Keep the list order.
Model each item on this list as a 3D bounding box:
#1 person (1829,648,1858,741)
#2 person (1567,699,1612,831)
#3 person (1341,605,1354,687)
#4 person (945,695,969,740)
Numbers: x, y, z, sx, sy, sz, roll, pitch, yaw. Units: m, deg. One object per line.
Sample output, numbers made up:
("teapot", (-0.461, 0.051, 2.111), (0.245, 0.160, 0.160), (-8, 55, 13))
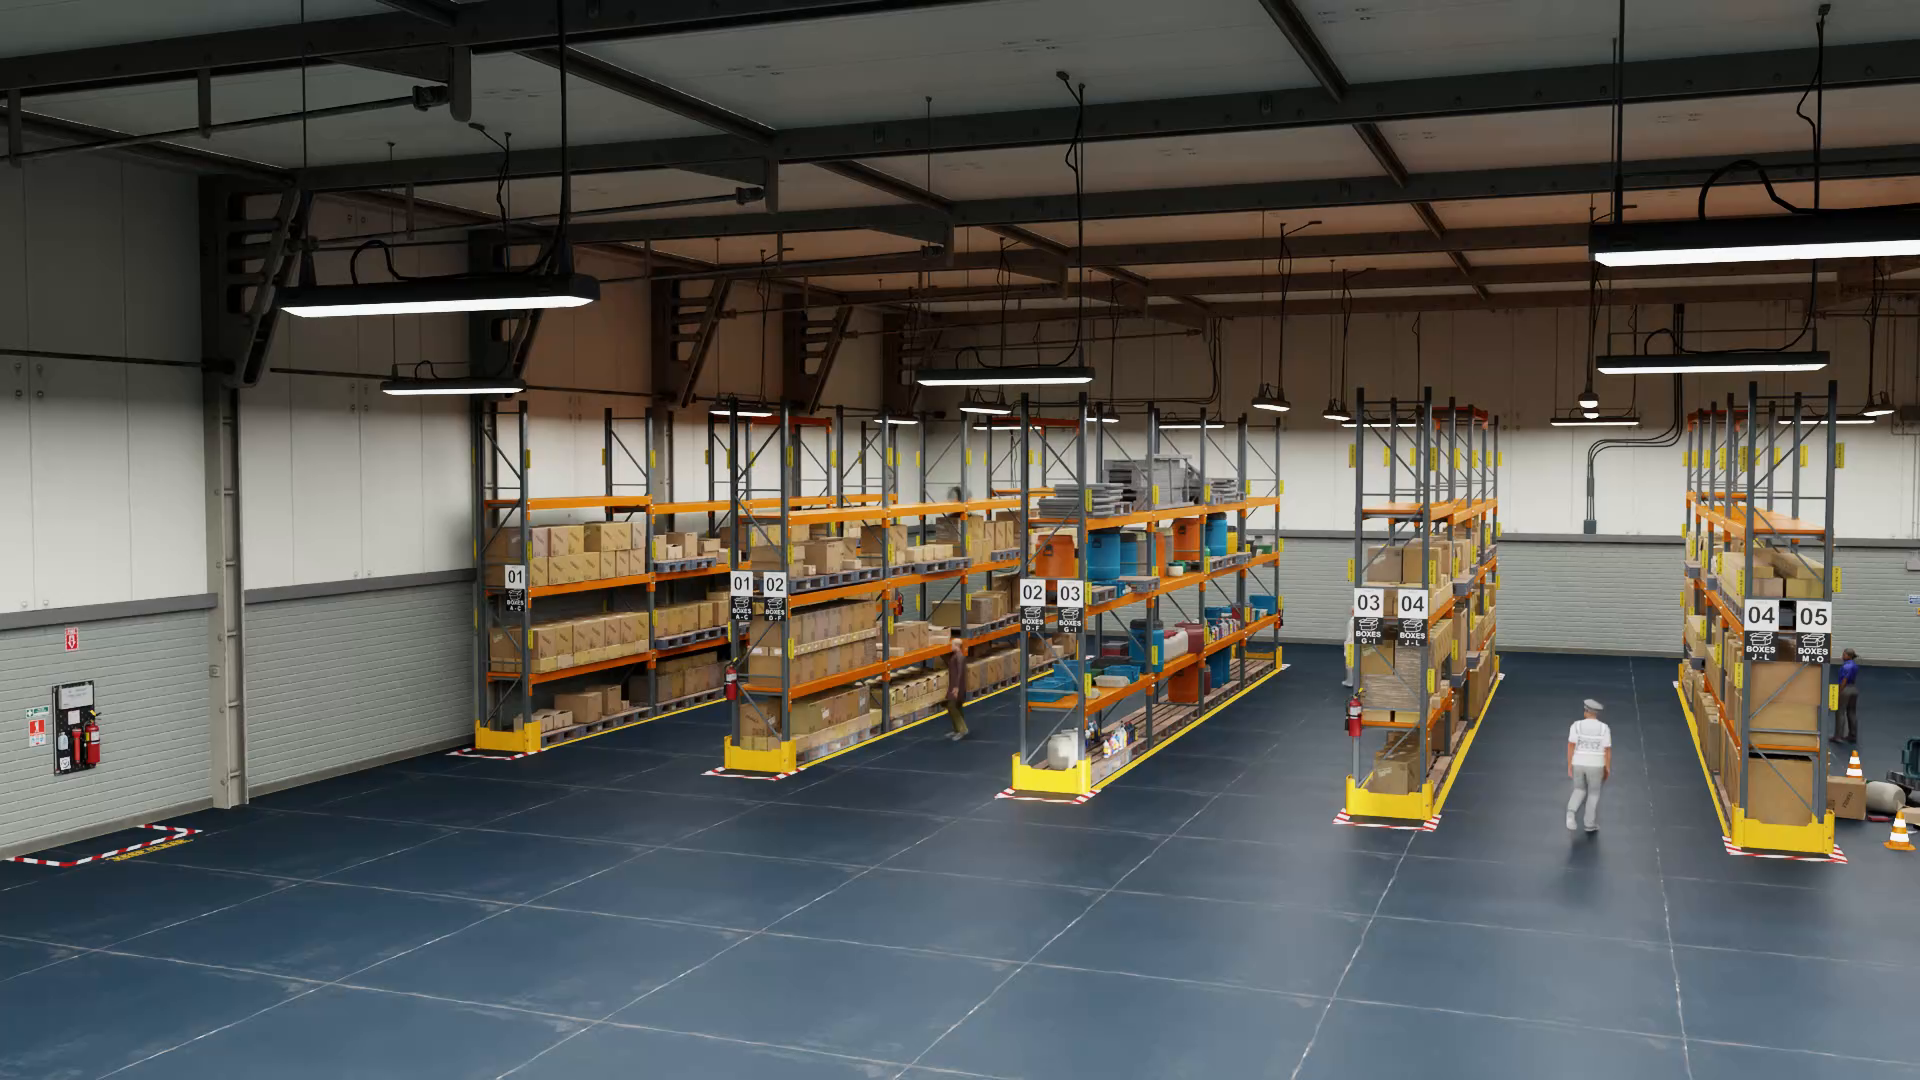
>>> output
("person", (15.681, 2.746, 29.534), (0.551, 1.668, 0.354), (-2, 3, -29))
("person", (8.409, 3.019, 22.227), (0.536, 1.762, 0.516), (-3, 4, -43))
("person", (8.624, 2.333, 36.715), (0.413, 1.790, 0.568), (2, 3, 36))
("person", (-0.054, 3.019, 29.817), (0.441, 1.106, 0.411), (0, 3, -1))
